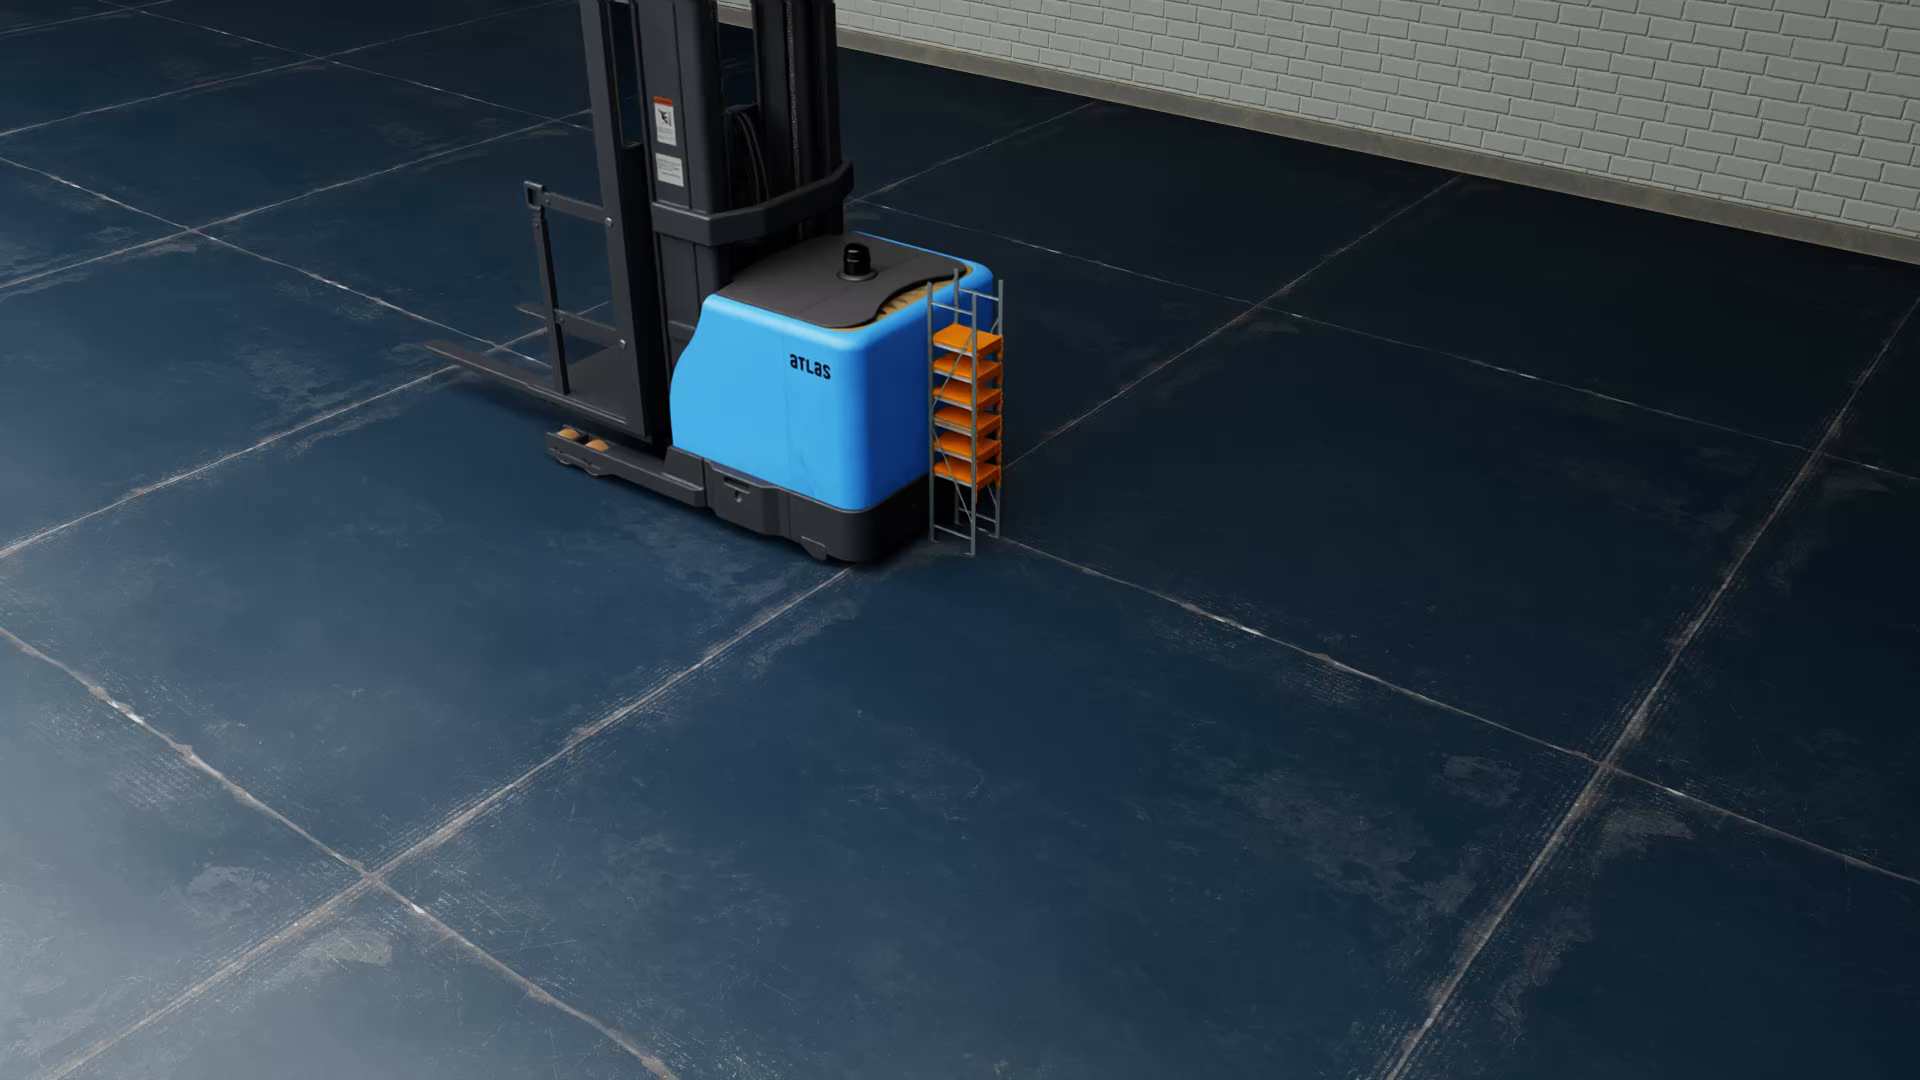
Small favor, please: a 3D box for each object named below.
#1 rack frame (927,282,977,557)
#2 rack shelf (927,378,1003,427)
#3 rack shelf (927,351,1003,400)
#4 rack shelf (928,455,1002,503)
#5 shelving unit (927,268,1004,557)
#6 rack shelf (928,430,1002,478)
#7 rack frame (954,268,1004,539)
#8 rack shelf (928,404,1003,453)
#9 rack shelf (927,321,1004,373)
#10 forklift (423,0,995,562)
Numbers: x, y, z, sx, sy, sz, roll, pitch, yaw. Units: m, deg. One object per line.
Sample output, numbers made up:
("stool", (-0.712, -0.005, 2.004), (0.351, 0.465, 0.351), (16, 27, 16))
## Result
("rack frame", (-0.032, -0.479, 6.882), (0.240, 1.200, 0.006), (20, 36, 30))
("rack shelf", (0.022, -0.582, 6.907), (0.258, 0.103, 0.180), (20, 36, 30))
("rack shelf", (0.022, -0.685, 6.846), (0.258, 0.103, 0.180), (20, 36, 30))
("rack shelf", (0.021, -0.272, 7.091), (0.258, 0.103, 0.180), (20, 36, 30))
("shelving unit", (0.022, -0.517, 6.945), (0.258, 1.200, 0.189), (20, 36, 30))
("rack shelf", (0.021, -0.376, 7.029), (0.258, 0.103, 0.180), (20, 36, 30))
("rack frame", (0.075, -0.555, 7.009), (0.240, 1.200, 0.006), (20, 36, 30))
("rack shelf", (0.022, -0.479, 6.968), (0.258, 0.103, 0.180), (20, 36, 30))
("rack shelf", (0.022, -0.788, 6.784), (0.258, 0.103, 0.180), (20, 36, 30))
("forklift", (-1.331, -1.756, 7.338), (3.031, 2.935, 1.130), (20, 36, 30))
